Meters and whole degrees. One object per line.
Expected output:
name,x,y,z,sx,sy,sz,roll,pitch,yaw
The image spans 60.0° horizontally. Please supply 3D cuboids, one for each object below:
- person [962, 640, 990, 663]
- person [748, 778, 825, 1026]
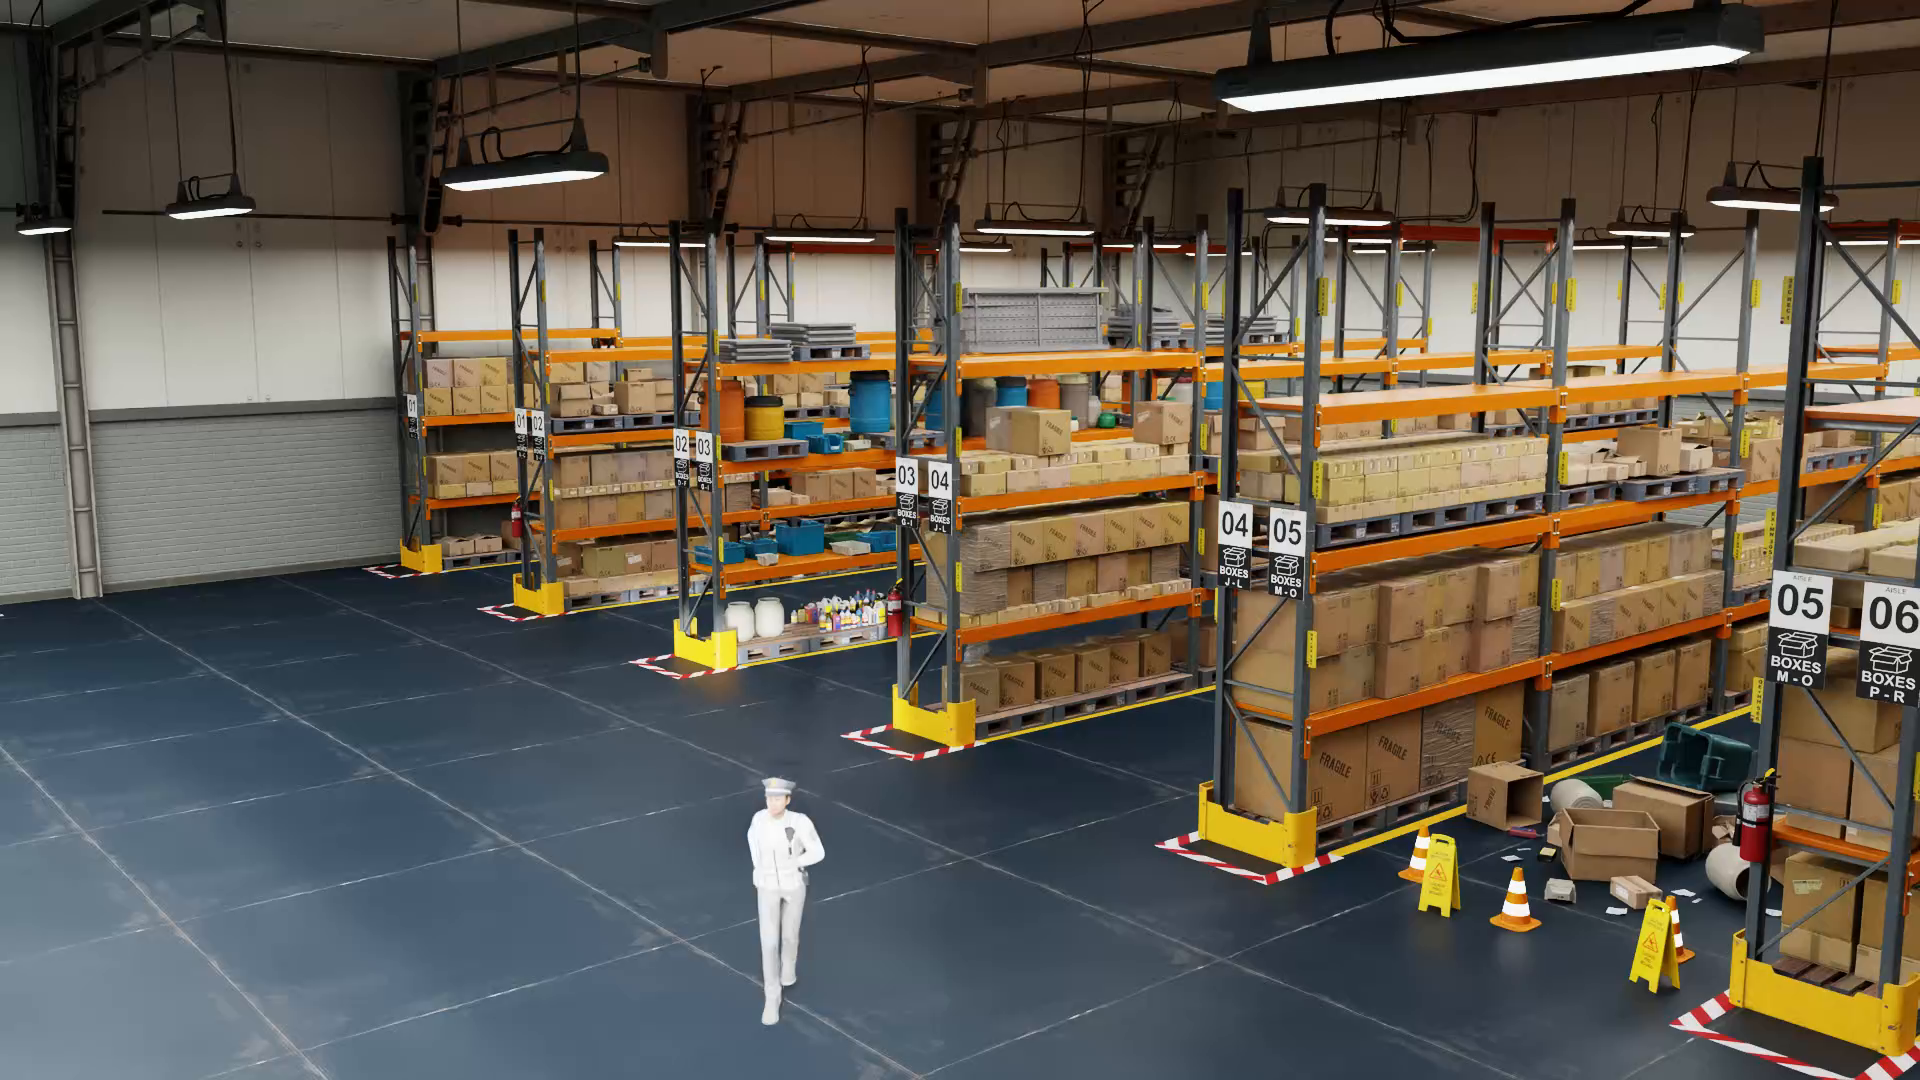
person,0.146,0.724,21.439,0.707,1.892,0.657,-8,12,-42
person,-1.254,2.519,11.956,0.587,1.747,0.805,0,9,1
